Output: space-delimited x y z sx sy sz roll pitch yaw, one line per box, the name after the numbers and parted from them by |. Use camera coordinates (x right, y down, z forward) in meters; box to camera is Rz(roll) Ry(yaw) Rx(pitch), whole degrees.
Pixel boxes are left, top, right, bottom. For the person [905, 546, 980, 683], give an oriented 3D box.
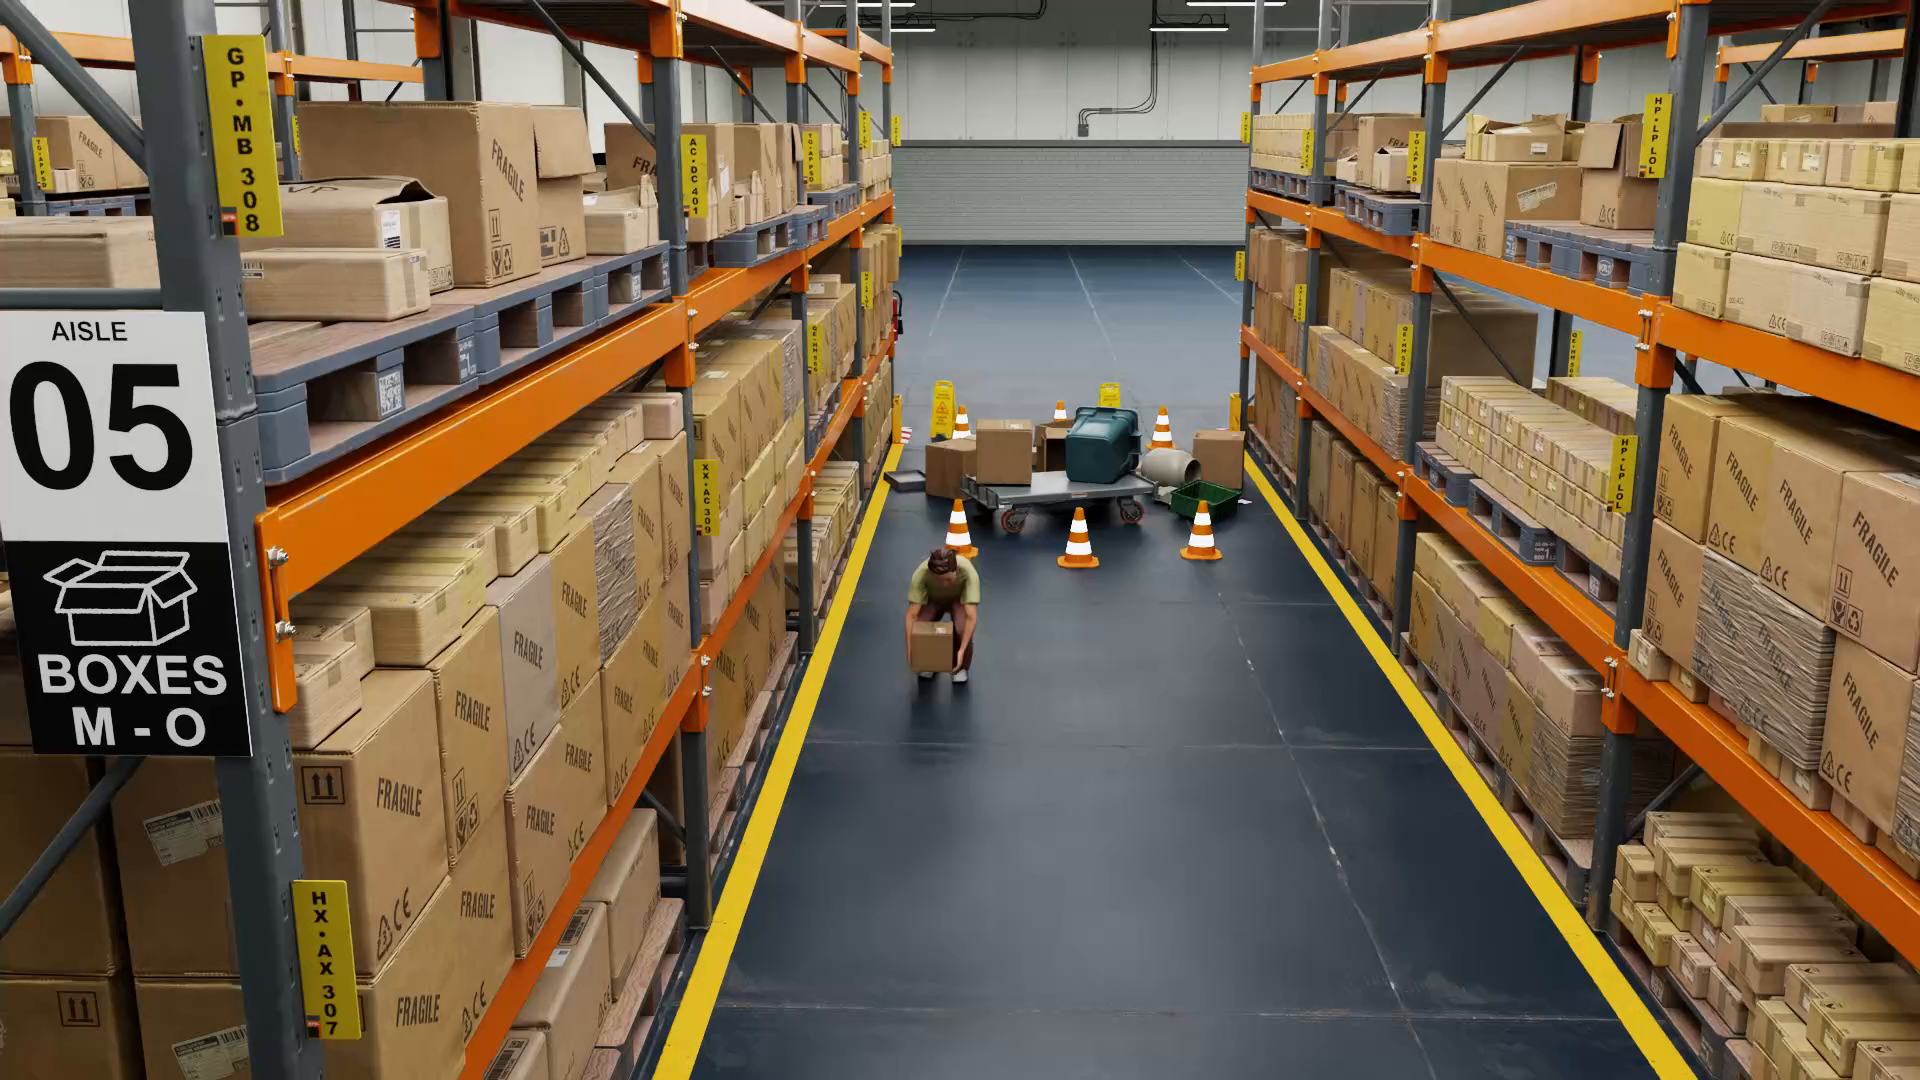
-0.089 0.449 10.700 0.491 0.954 0.793 3 14 11 | person
